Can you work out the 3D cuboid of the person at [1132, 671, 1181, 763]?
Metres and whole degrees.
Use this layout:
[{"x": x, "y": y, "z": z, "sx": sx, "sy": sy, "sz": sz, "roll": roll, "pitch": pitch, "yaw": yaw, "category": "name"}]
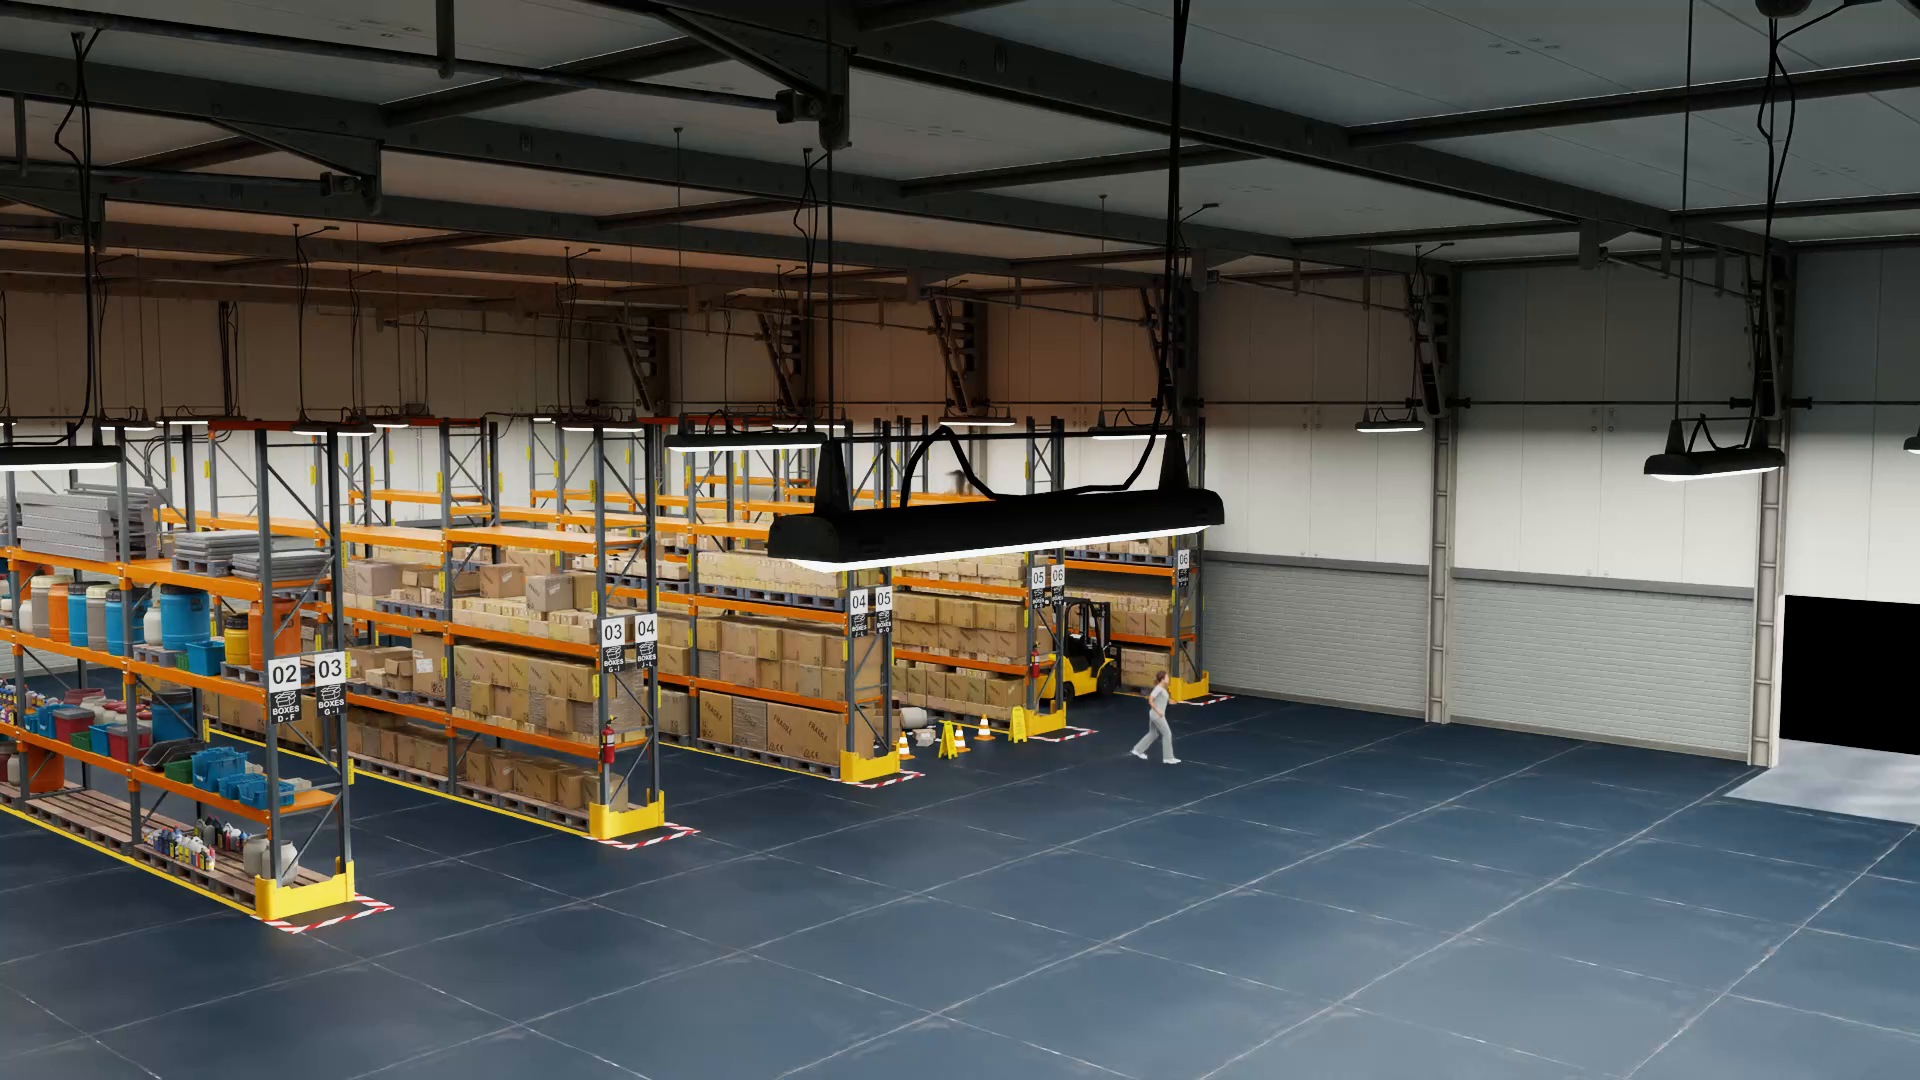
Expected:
[{"x": 3.431, "y": 3.084, "z": 28.977, "sx": 0.859, "sy": 1.640, "sz": 0.566, "roll": 0, "pitch": 5, "yaw": 4, "category": "person"}]
